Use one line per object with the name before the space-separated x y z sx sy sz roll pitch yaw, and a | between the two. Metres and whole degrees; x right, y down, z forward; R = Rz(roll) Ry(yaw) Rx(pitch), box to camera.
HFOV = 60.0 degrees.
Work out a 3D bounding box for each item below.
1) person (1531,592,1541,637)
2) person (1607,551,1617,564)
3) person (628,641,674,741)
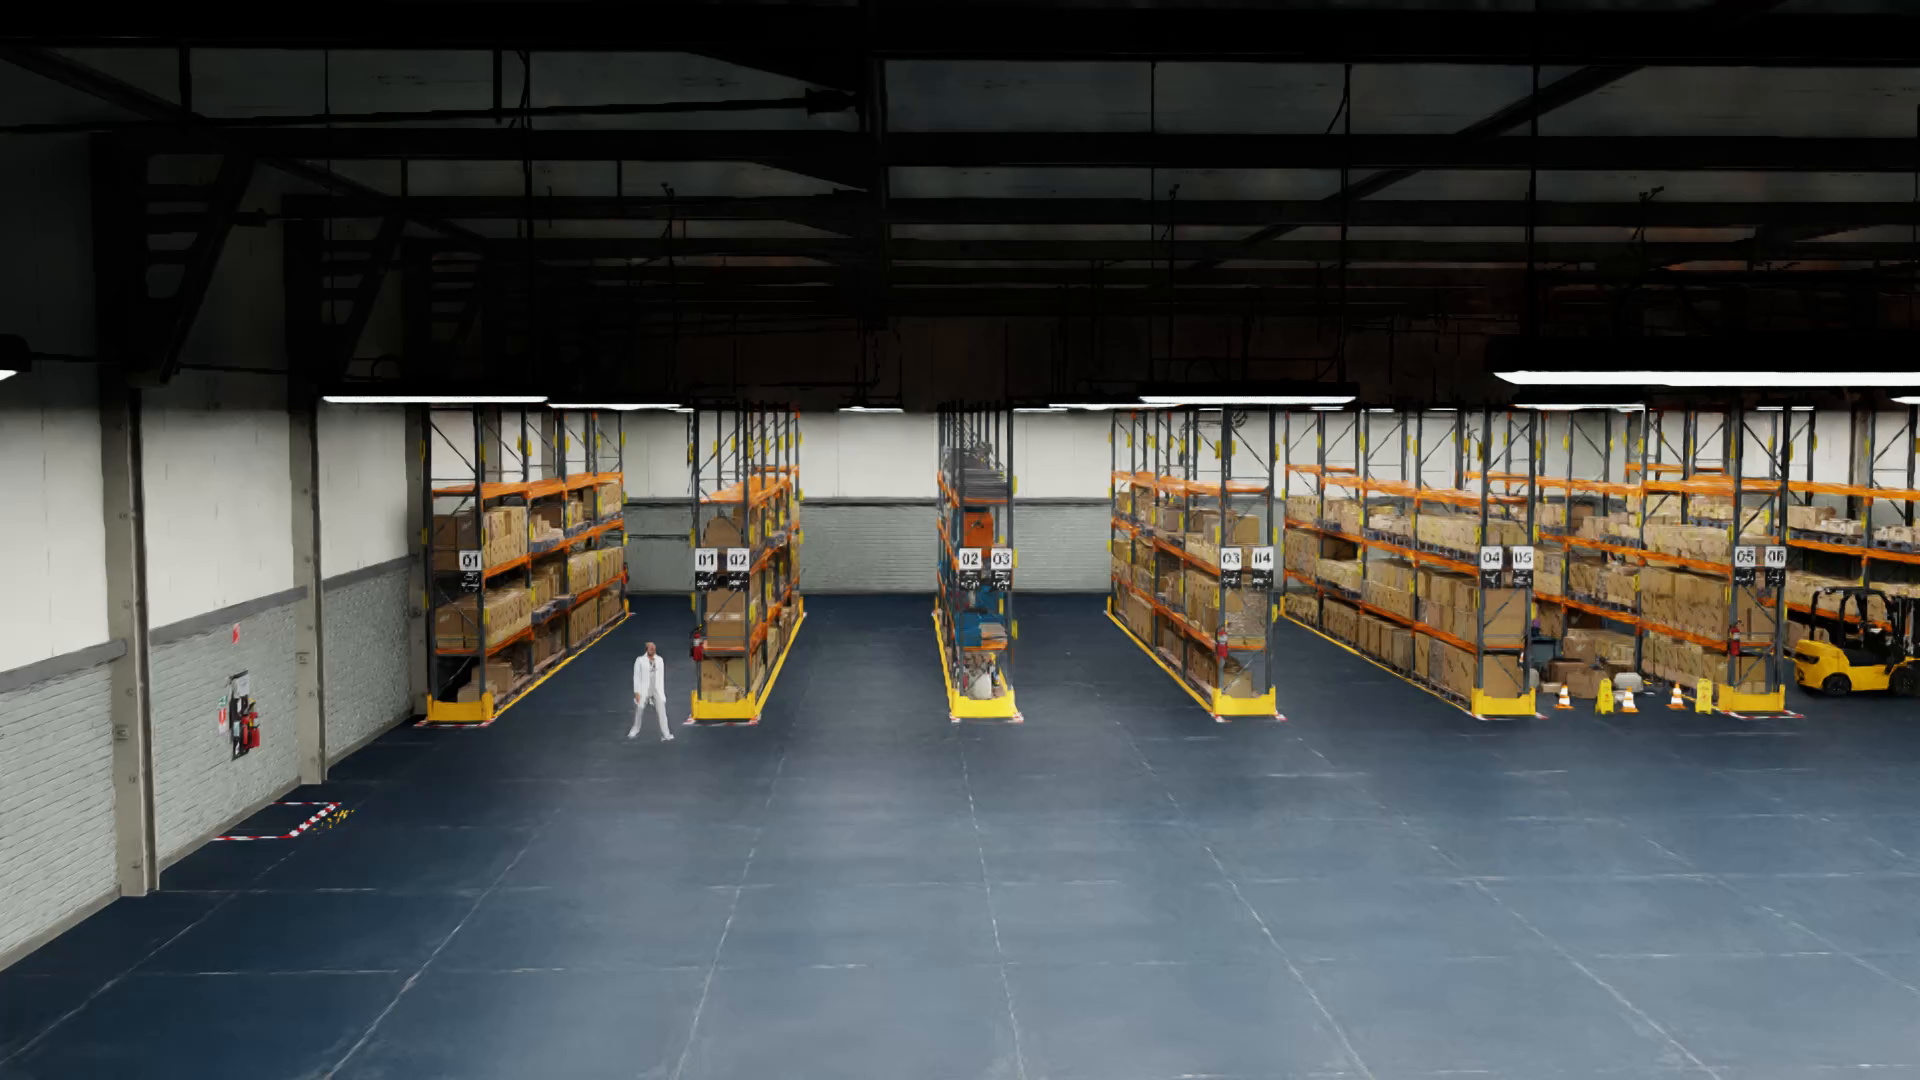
person | 13.209 1.999 38.385 0.532 1.591 0.528 2 5 25
person | 19.324 1.160 49.255 0.571 1.668 0.506 -3 5 -35
person | -5.447 2.640 29.091 0.615 1.749 1.012 -2 5 -28
